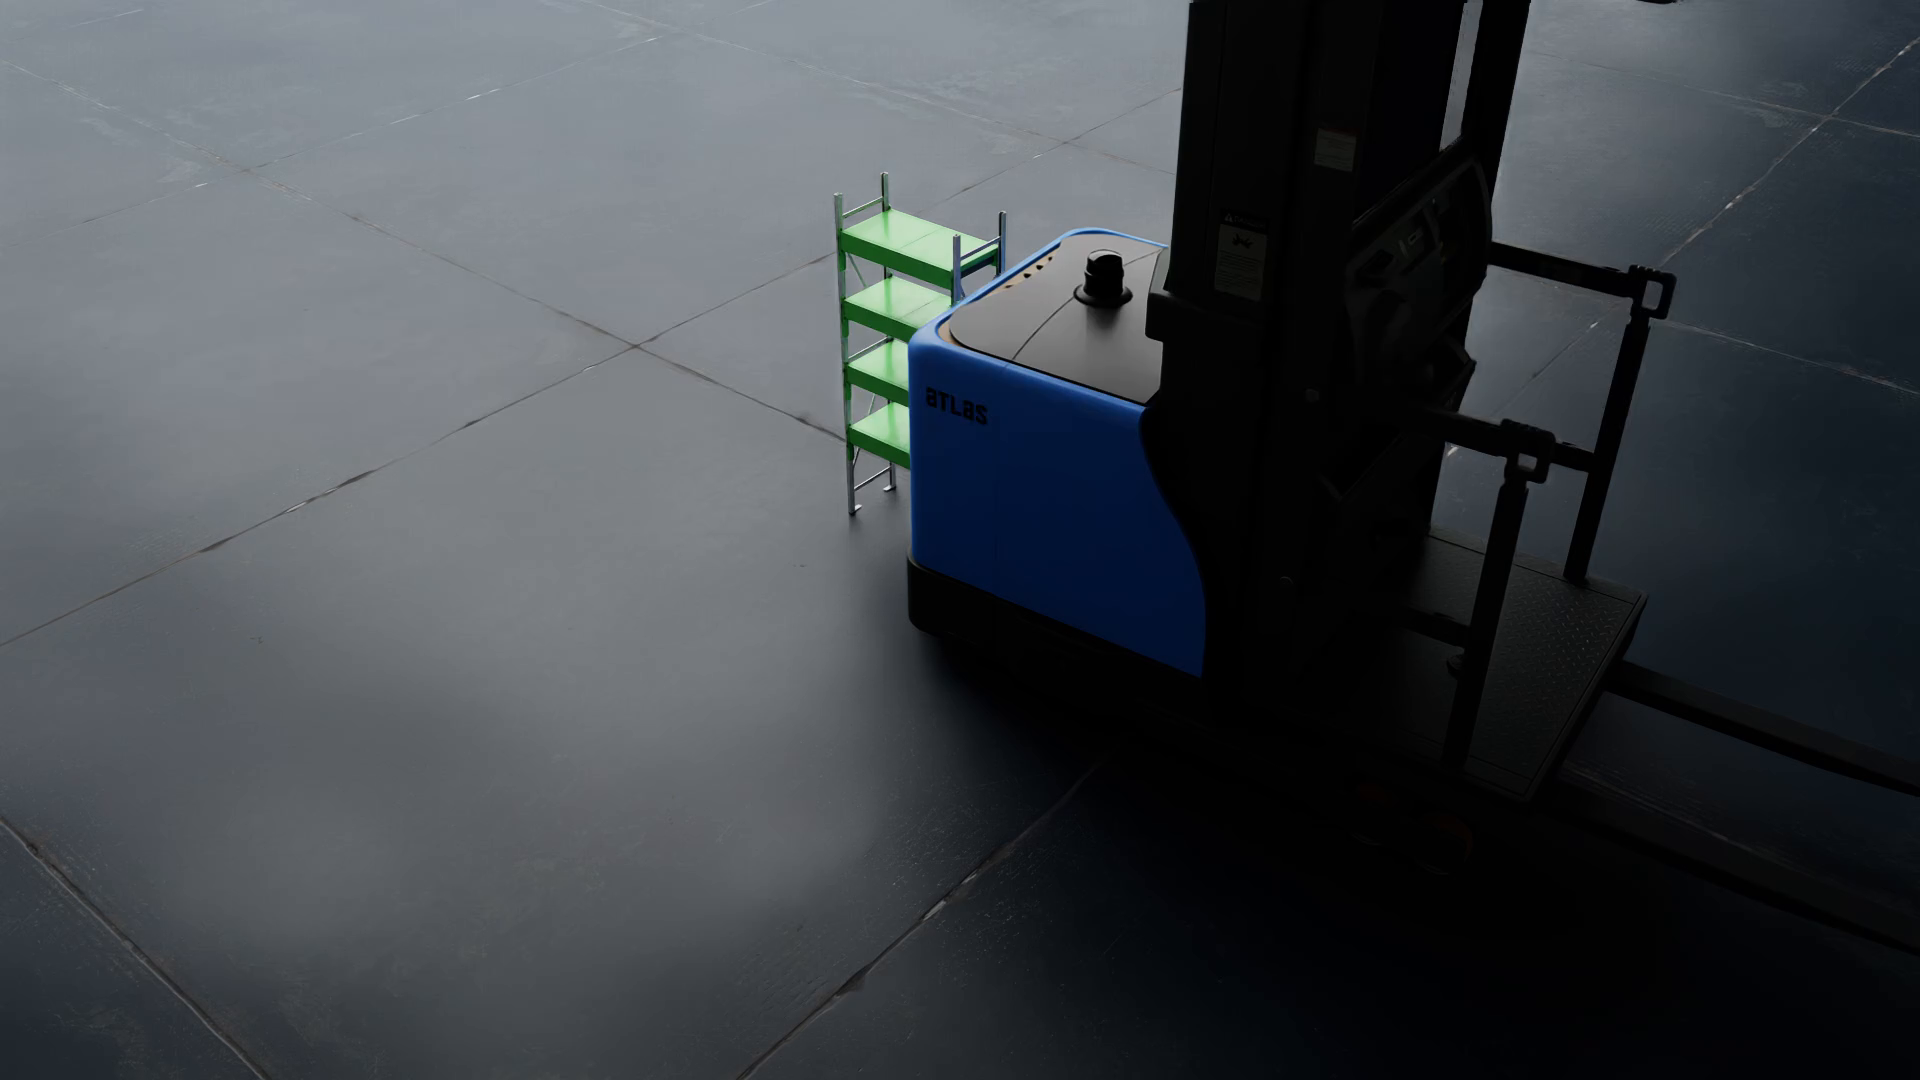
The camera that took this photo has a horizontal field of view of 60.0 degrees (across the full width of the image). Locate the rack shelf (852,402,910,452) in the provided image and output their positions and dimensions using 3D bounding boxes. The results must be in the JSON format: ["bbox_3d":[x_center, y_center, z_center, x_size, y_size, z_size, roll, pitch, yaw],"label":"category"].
[{"bbox_3d":[-0.127,-0.348,5.659,0.457,0.021,0.221,25,42,32],"label":"rack shelf"}]

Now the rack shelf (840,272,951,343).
[{"bbox_3d":[-0.127,-0.700,5.417,0.480,0.148,0.258,25,42,32],"label":"rack shelf"}]

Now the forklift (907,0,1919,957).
[{"bbox_3d":[1.338,-0.656,4.136,3.031,2.935,1.130,21,40,28],"label":"forklift"}]

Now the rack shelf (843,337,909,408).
[{"bbox_3d":[-0.127,-0.502,5.553,0.480,0.148,0.258,25,42,32],"label":"rack shelf"}]

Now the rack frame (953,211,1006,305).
[{"bbox_3d":[0.060,-0.466,5.388,0.015,1.200,0.240,25,42,32],"label":"rack frame"}]

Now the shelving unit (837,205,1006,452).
[{"bbox_3d":[-0.123,-0.552,5.514,0.492,1.200,0.258,25,42,32],"label":"shelving unit"}]

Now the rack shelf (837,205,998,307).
[{"bbox_3d":[-0.127,-0.898,5.282,0.480,0.148,0.258,25,42,32],"label":"rack shelf"}]
